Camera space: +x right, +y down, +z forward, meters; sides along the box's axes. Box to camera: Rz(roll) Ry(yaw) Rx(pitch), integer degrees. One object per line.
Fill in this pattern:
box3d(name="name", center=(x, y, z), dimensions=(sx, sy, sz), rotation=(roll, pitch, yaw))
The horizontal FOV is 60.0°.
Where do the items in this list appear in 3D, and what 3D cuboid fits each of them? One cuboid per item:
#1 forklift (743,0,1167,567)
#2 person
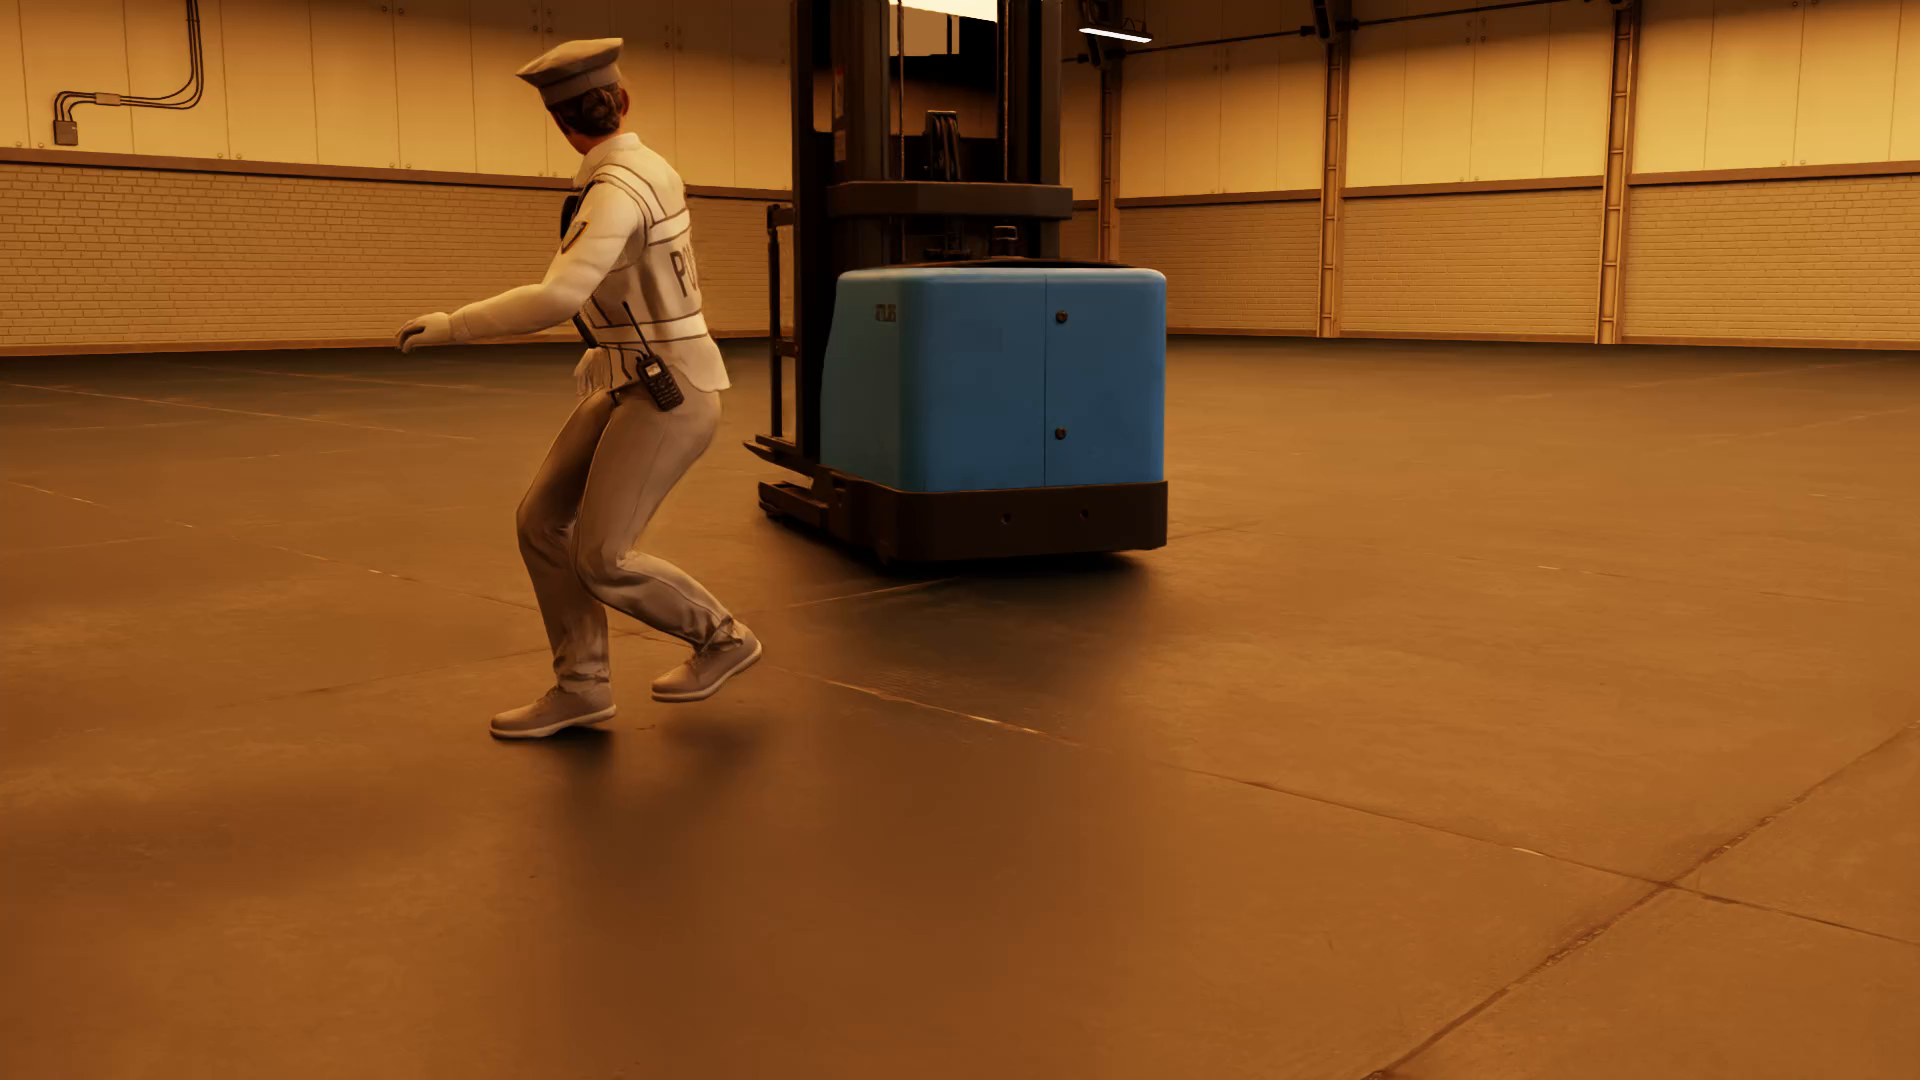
box3d(name="forklift", center=(-0.247, -1.536, 7.072), dimensions=(1.130, 2.935, 3.031), rotation=(-3, 9, -21))
box3d(name="person", center=(-0.867, -0.343, 3.819), dimensions=(0.794, 1.552, 0.812), rotation=(-2, 9, -16))
